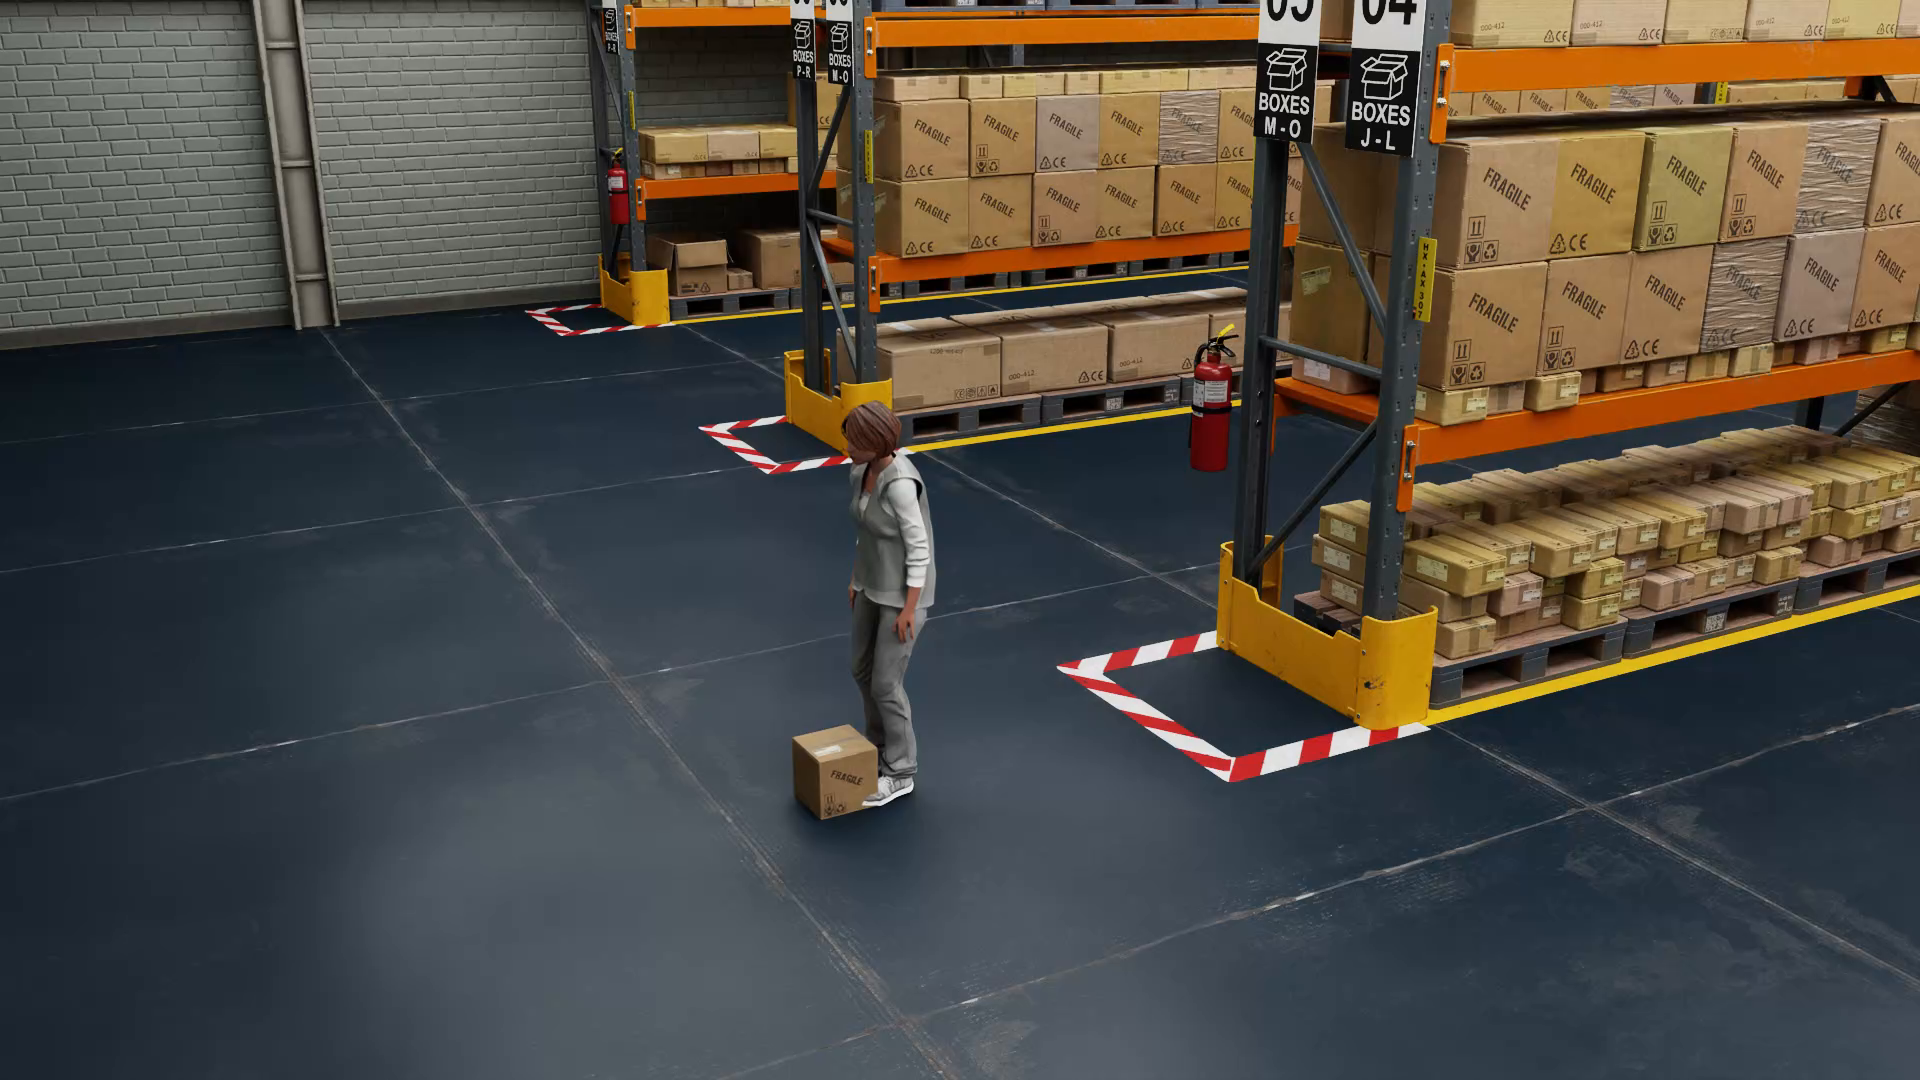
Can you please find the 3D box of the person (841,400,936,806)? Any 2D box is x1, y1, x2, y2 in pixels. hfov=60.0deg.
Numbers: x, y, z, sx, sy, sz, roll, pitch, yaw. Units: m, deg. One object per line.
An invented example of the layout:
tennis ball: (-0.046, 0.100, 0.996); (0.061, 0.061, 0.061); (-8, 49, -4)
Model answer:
person: (-0.297, 0.233, 6.395); (0.376, 1.592, 0.467); (-11, 22, -29)
